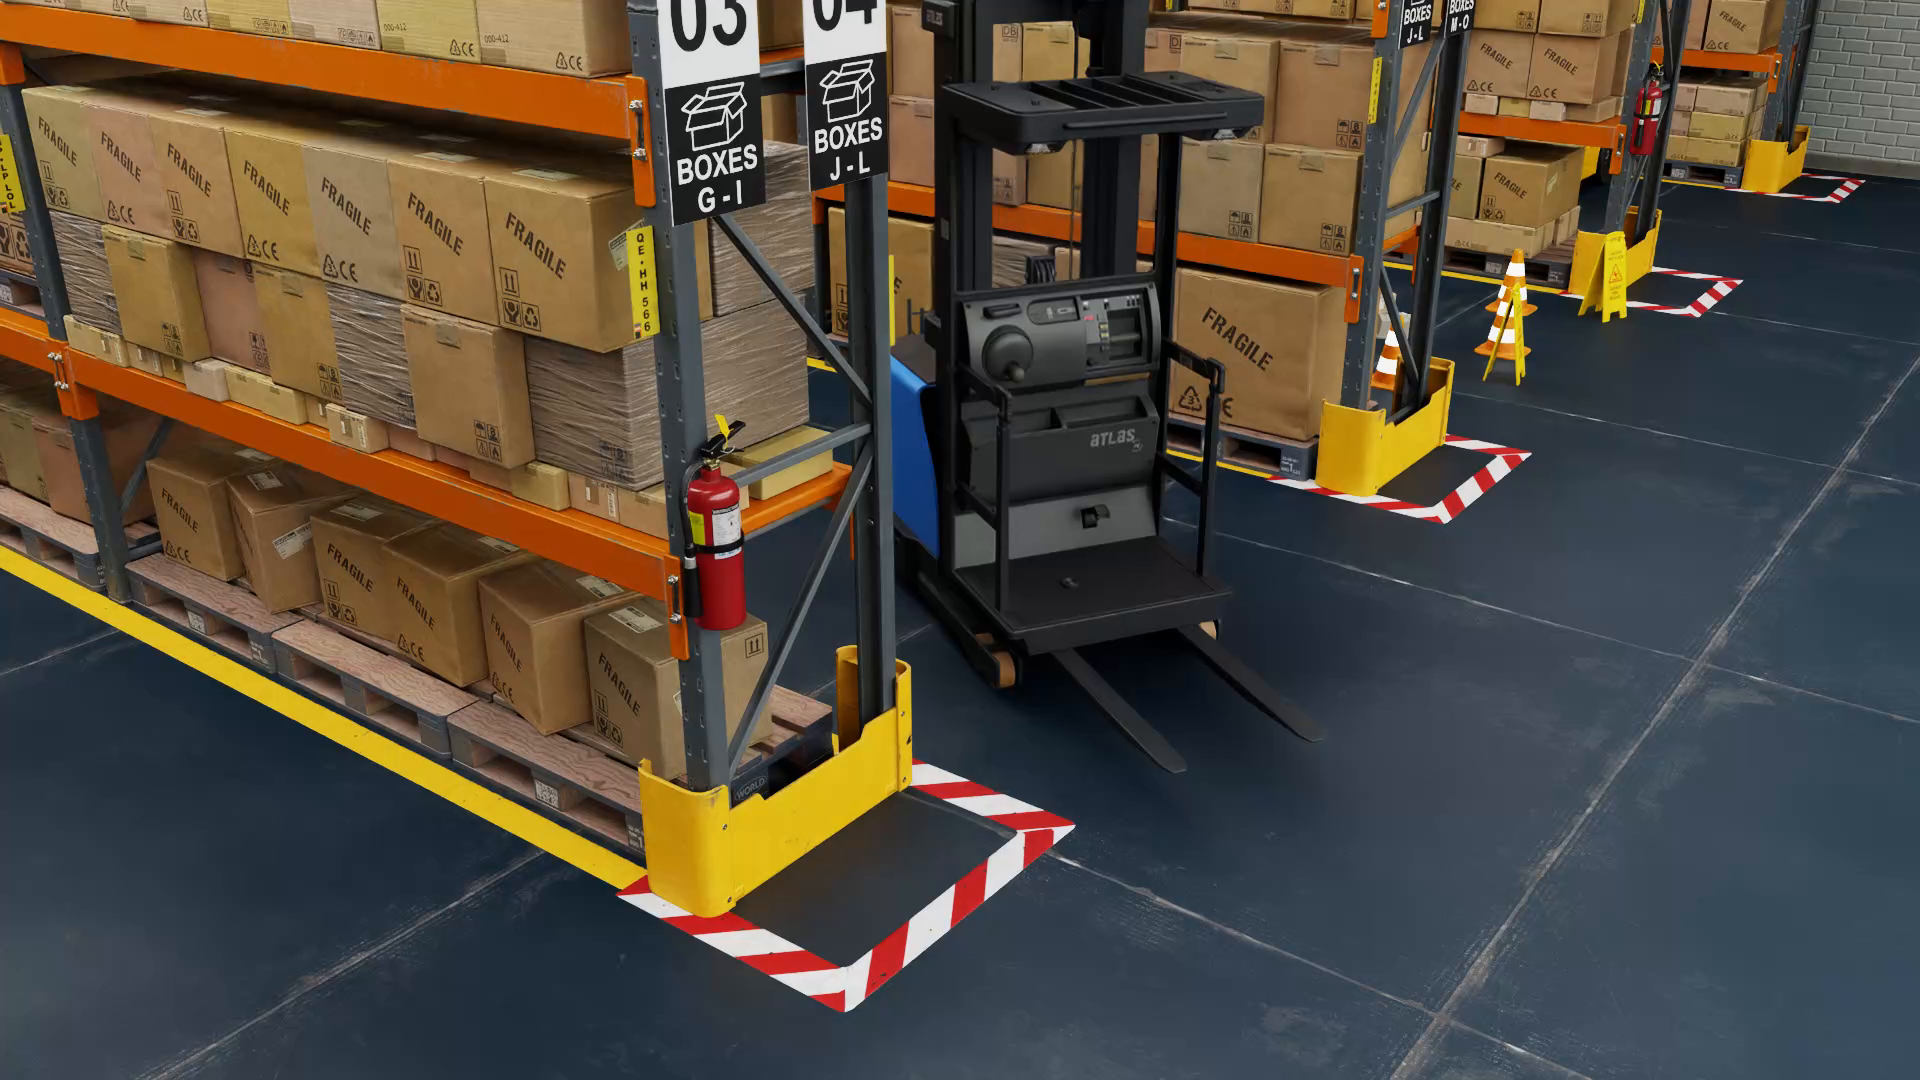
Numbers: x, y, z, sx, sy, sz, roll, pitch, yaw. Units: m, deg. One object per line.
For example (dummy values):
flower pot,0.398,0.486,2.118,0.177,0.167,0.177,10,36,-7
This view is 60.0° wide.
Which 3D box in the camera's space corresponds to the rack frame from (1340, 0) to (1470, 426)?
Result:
rack frame,2.466,-1.837,9.200,0.127,3.000,1.000,17,29,33

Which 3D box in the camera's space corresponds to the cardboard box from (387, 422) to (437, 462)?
cardboard box,-1.952,-0.446,6.353,0.250,0.149,0.380,17,29,33

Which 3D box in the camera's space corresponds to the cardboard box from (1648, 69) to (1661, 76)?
cardboard box,7.261,-4.874,17.741,0.500,0.250,0.500,17,29,33

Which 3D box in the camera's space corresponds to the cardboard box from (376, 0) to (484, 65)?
cardboard box,-1.529,-1.720,5.399,0.500,0.250,0.500,17,29,34

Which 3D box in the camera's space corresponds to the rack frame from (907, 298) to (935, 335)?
rack frame,-0.161,-0.717,8.890,0.240,1.200,0.006,-9,25,-20

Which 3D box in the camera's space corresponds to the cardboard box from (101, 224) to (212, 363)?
cardboard box,-3.089,-1.150,7.146,0.500,0.500,0.875,17,29,33

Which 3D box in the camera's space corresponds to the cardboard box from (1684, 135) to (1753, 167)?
cardboard box,7.762,-4.007,17.013,0.500,0.250,0.500,17,29,34

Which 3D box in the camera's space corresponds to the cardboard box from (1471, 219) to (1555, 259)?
cardboard box,4.526,-2.507,13.610,0.500,0.250,0.500,17,29,33

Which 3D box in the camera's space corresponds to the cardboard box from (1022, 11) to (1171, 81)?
cardboard box,0.828,-2.871,10.021,0.500,0.550,0.875,17,29,33

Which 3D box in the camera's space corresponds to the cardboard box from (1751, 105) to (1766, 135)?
cardboard box,8.076,-4.405,17.296,0.500,0.250,0.500,17,29,34

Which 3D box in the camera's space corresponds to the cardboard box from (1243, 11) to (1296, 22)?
cardboard box,2.753,-4.298,14.291,0.500,0.500,0.500,17,29,33

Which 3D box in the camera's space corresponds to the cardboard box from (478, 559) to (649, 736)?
cardboard box,-1.578,0.400,6.701,0.500,0.500,0.500,-17,29,-34

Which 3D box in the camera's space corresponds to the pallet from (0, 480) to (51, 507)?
pallet,-5.395,-0.435,9.476,1.213,0.211,1.003,17,29,33

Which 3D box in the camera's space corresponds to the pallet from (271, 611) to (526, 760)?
pallet,-2.252,0.493,7.369,1.213,0.211,1.003,17,29,33

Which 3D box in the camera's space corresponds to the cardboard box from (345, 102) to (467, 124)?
cardboard box,-2.067,-1.485,6.666,0.500,0.500,0.500,17,29,33

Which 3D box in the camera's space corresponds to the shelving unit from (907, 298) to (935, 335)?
shelving unit,-0.127,-0.683,8.812,0.258,1.200,0.189,-9,25,-20

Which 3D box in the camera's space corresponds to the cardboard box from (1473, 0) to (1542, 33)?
cardboard box,4.413,-4.276,13.002,0.500,0.500,0.700,17,29,34

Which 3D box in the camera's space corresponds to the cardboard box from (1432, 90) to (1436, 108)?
cardboard box,3.861,-3.652,13.630,0.250,0.149,0.380,16,29,33

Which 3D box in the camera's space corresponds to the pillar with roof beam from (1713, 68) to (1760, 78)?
pillar with roof beam,5.729,-6.877,13.197,0.400,9.000,9.100,17,29,33

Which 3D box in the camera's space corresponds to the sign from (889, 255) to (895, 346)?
sign,-0.265,-0.833,5.846,0.005,0.325,0.100,17,29,33

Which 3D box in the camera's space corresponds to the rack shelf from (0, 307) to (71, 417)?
rack shelf,-5.391,-1.383,9.062,4.000,0.370,1.077,17,29,33

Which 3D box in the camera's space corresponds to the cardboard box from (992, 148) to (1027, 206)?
cardboard box,0.383,-2.494,10.504,0.550,0.550,0.875,17,29,33

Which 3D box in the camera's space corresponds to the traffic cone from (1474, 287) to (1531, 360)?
traffic cone,3.842,-1.545,11.684,0.334,0.463,0.336,17,29,33

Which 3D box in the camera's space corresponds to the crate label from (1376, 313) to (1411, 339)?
crate label,3.176,-1.566,12.135,0.298,0.136,0.250,3,24,6

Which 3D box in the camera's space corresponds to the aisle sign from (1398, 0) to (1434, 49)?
aisle sign,2.343,-2.913,8.417,0.004,0.787,0.394,17,29,33

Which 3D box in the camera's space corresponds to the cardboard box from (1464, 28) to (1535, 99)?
cardboard box,4.356,-3.806,13.174,0.500,0.500,0.500,17,29,33

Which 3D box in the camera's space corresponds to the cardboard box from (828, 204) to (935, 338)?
cardboard box,-0.274,-1.850,11.343,0.875,0.875,0.875,17,29,34

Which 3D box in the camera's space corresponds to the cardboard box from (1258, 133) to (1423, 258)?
cardboard box,2.142,-1.981,9.340,0.550,0.550,0.875,17,29,33

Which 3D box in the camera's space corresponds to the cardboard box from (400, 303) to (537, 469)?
cardboard box,-1.486,-0.668,6.052,0.500,0.500,0.875,17,29,33

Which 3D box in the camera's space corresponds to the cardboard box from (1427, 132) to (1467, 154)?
cardboard box,4.023,-3.271,13.609,0.250,0.149,0.380,17,29,34

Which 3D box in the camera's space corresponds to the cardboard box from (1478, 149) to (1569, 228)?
cardboard box,4.556,-2.846,13.447,0.500,0.500,0.500,17,29,34

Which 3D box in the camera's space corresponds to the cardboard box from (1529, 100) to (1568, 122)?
cardboard box,4.657,-3.391,13.037,0.250,0.149,0.380,16,29,33

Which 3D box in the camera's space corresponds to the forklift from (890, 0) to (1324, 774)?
forklift,0.536,-0.882,7.117,1.130,2.935,3.031,-9,25,-20

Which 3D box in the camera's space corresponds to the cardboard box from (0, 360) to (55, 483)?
cardboard box,-5.087,-0.698,9.169,0.500,0.500,0.700,14,27,29

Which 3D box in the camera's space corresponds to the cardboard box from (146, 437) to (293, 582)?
cardboard box,-3.495,-0.168,7.989,0.500,0.500,0.500,16,28,32

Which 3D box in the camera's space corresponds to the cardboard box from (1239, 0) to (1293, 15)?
cardboard box,2.770,-4.759,14.097,0.500,0.500,0.700,17,29,34

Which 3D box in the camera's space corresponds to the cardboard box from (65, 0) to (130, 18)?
cardboard box,-3.158,-2.215,6.523,0.500,0.250,0.500,17,29,33

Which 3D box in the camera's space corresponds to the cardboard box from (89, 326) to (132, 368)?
cardboard box,-3.607,-0.900,7.384,0.250,0.149,0.380,17,29,33

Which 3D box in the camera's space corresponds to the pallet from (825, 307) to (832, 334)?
pallet,-1.398,-1.691,12.326,1.213,0.211,1.003,17,29,33

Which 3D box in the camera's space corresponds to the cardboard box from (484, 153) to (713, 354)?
cardboard box,-1.178,-0.954,5.463,0.500,0.500,0.500,17,29,33

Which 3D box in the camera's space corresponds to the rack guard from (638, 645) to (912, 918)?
rack guard,-0.651,0.864,6.169,0.348,0.500,1.175,17,29,33

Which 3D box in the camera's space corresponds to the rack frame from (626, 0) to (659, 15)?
rack frame,-0.590,-3.007,4.414,0.127,3.000,1.000,17,29,33

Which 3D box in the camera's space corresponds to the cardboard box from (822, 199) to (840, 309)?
cardboard box,-1.286,-2.088,12.039,0.750,0.750,1.050,17,29,33

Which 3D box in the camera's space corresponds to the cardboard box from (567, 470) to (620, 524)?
cardboard box,-1.141,-0.210,5.817,0.250,0.149,0.380,17,29,33

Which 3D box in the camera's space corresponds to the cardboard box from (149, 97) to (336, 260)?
cardboard box,-2.782,-1.436,6.556,0.500,0.500,0.500,17,29,33

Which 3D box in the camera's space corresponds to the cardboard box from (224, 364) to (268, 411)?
cardboard box,-2.784,-0.671,6.863,0.250,0.149,0.380,17,29,33

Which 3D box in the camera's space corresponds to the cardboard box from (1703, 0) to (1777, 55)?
cardboard box,7.776,-5.141,16.575,0.500,0.500,0.500,16,28,32

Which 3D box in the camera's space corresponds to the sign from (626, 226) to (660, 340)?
sign,-0.939,-0.762,4.931,0.005,0.325,0.100,17,29,33
